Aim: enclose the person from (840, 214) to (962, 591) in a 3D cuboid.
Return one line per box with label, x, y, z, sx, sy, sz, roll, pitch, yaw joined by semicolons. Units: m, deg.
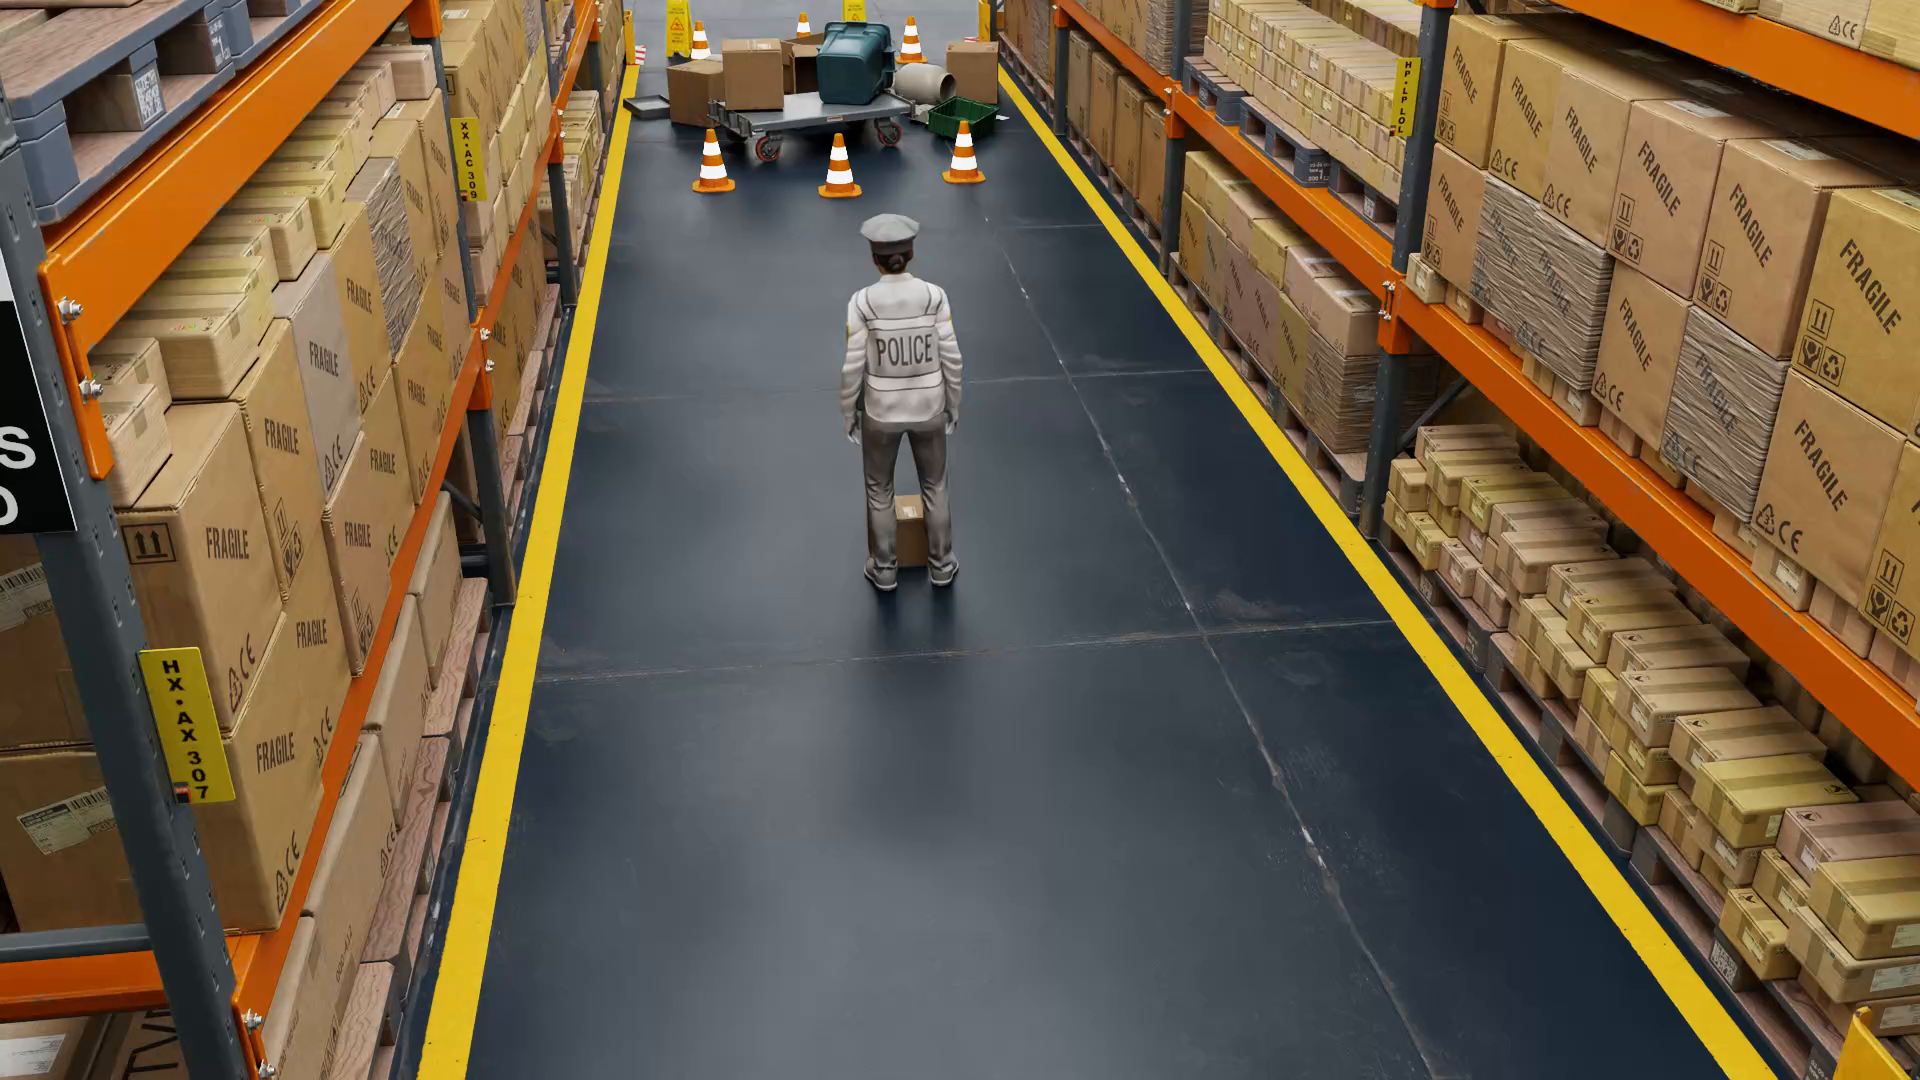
person;-0.253;-0.555;7.191;0.533;1.661;0.374;-5;28;-10
